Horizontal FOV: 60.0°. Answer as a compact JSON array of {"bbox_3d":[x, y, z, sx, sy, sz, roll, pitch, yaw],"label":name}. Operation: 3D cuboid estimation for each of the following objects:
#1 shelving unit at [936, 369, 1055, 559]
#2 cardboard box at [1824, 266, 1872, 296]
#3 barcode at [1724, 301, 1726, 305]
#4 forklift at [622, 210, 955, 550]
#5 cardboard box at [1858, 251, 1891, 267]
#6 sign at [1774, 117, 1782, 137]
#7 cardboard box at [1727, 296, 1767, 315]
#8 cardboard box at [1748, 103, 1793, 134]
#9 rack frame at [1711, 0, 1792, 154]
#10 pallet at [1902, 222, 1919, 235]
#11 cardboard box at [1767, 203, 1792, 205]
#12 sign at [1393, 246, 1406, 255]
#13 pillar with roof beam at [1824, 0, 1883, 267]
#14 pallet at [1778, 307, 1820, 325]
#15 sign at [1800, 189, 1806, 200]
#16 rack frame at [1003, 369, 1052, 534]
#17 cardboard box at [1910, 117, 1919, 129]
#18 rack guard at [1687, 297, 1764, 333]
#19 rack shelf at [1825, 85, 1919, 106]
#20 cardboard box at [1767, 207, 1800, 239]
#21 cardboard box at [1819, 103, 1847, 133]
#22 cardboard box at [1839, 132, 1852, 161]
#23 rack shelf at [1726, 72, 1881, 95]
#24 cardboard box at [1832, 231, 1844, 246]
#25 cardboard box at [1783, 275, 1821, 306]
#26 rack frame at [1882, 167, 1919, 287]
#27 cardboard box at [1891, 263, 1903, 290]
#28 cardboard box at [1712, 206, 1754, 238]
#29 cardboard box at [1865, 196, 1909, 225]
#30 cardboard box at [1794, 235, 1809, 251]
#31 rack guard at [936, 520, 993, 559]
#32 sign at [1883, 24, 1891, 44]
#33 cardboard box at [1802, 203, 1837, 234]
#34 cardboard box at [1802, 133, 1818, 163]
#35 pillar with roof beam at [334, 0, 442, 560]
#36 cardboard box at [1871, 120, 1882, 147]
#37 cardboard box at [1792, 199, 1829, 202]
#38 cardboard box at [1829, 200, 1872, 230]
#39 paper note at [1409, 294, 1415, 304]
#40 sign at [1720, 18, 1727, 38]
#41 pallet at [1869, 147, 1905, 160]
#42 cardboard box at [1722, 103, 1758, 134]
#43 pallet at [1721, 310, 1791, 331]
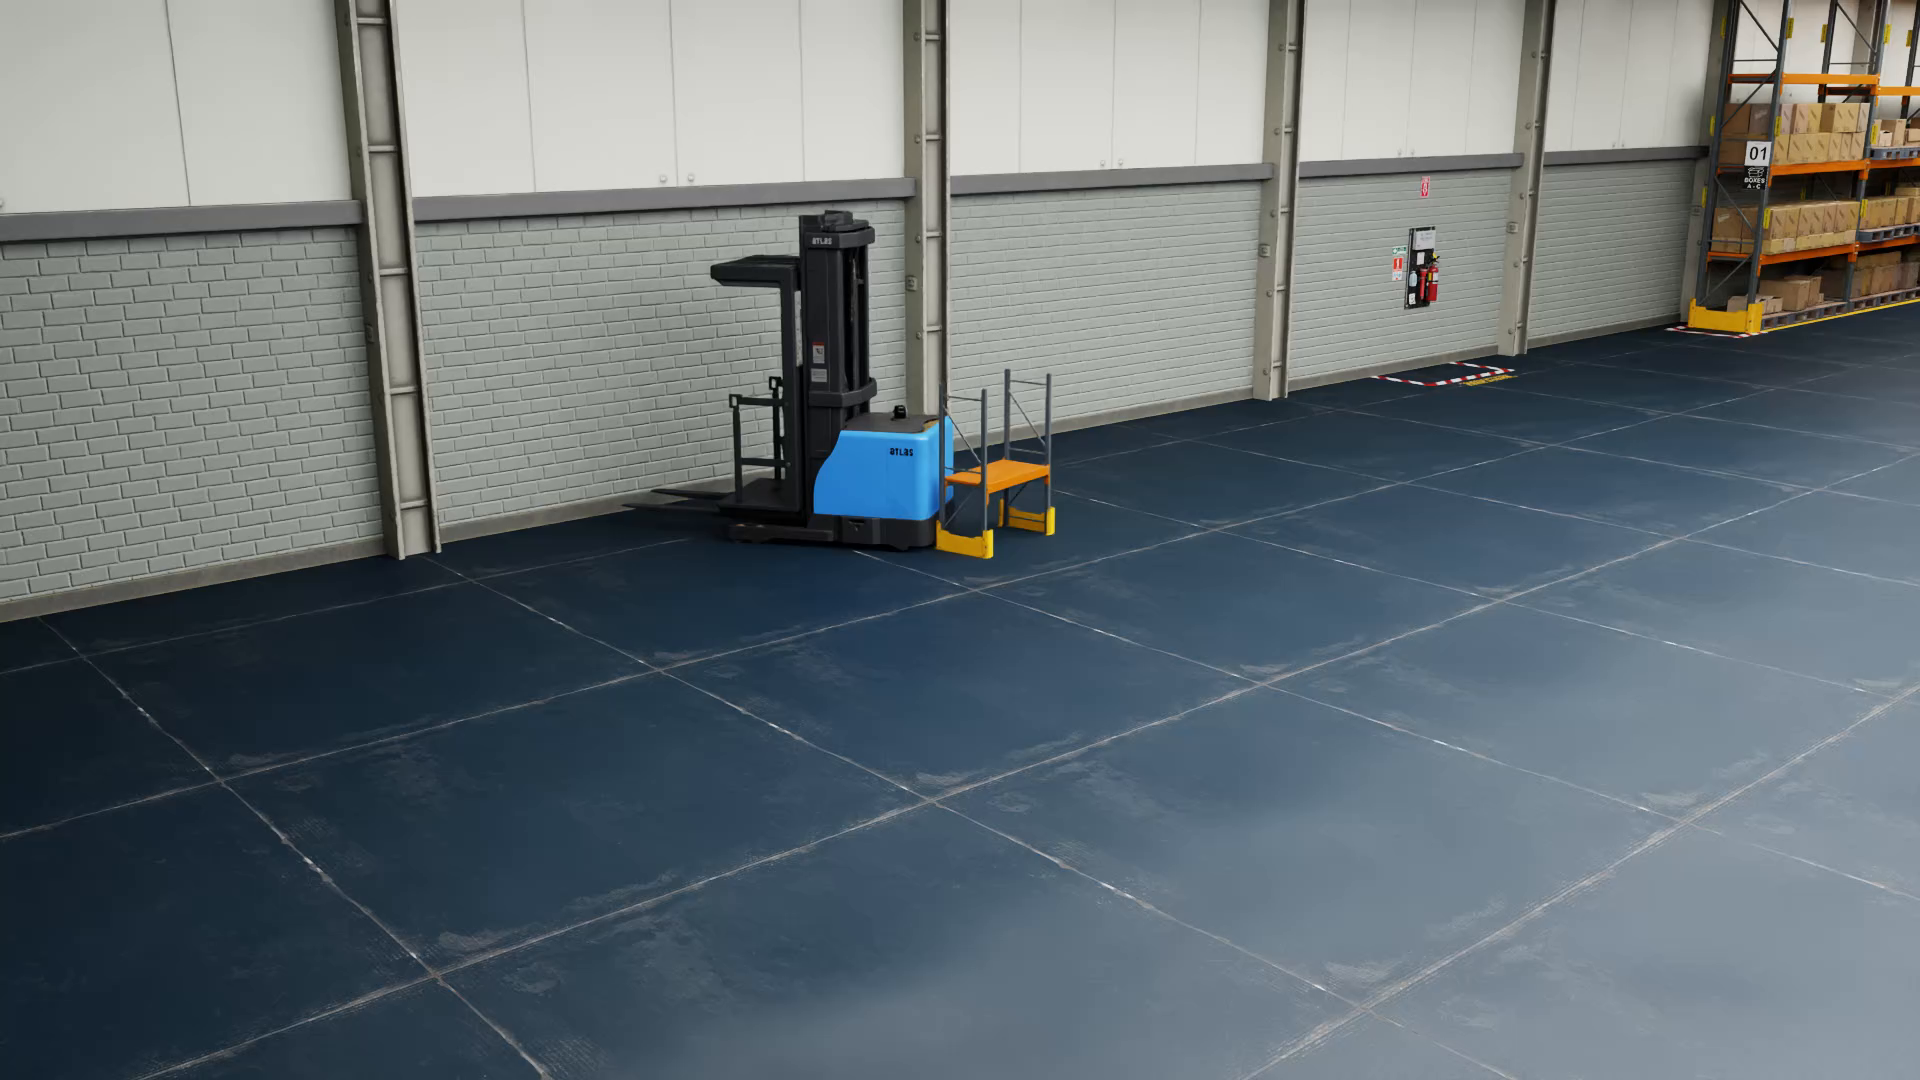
[{"bbox_3d":[0.330,-0.715,15.022,0.587,1.500,1.083,11,18,35],"label":"shelving unit"},{"bbox_3d":[17.186,-5.025,32.243,0.500,0.500,0.700,-13,20,-40],"label":"cardboard box"},{"bbox_3d":[13.600,-4.216,29.562,0.075,0.075,0.001,-13,19,-39],"label":"barcode"},{"bbox_3d":[-1.624,-1.510,15.225,3.031,2.935,1.130,4,15,14],"label":"forklift"},{"bbox_3d":[17.938,-5.535,32.699,0.500,0.250,0.500,-13,20,-40],"label":"cardboard box"},{"bbox_3d":[13.624,-6.884,27.701,0.005,0.325,0.100,-13,19,-39],"label":"sign"},{"bbox_3d":[13.849,-4.131,29.260,0.500,0.311,0.500,13,20,41],"label":"cardboard box"},{"bbox_3d":[13.718,-7.126,28.132,0.500,0.500,0.500,14,21,43],"label":"cardboard box"},{"bbox_3d":[13.268,-8.016,27.822,0.127,3.000,1.000,-13,19,-39],"label":"rack frame"},{"bbox_3d":[18.835,-6.239,33.165,1.003,0.211,1.213,-13,19,-39],"label":"pallet"},{"bbox_3d":[14.637,-5.795,29.933,0.500,0.500,0.500,-12,19,-39],"label":"cardboard box"},{"bbox_3d":[6.337,-4.176,23.974,0.331,0.109,0.001,-13,19,-39],"label":"sign"},{"bbox_3d":[20.580,-8.481,29.564,0.400,9.000,9.100,-13,19,-39],"label":"pillar with roof beam"},{"bbox_3d":[14.881,-4.120,30.264,1.213,0.211,1.003,-13,19,-39],"label":"pallet"},{"bbox_3d":[15.918,-6.462,31.386,0.005,0.325,0.100,-13,19,-39],"label":"sign"},{"bbox_3d":[0.623,-0.820,15.412,0.500,1.500,0.032,11,18,35],"label":"rack frame"},{"bbox_3d":[19.624,-8.275,33.557,0.700,0.500,0.500,14,21,43],"label":"cardboard box"},{"bbox_3d":[13.325,-3.923,28.967,0.348,0.500,1.175,-13,19,-39],"label":"rack guard"},{"bbox_3d":[17.794,-8.492,31.772,4.000,0.370,1.077,-13,19,-39],"label":"rack shelf"},{"bbox_3d":[14.205,-5.521,28.907,0.500,0.500,0.500,-13,19,-39],"label":"cardboard box"},{"bbox_3d":[15.292,-7.462,29.392,0.500,0.500,0.500,-14,20,-41],"label":"cardboard box"},{"bbox_3d":[15.677,-7.086,29.919,0.500,0.500,0.500,14,20,42],"label":"cardboard box"},{"bbox_3d":[14.776,-8.006,29.184,4.000,0.370,1.077,-13,19,-39],"label":"rack shelf"},{"bbox_3d":[15.746,-5.510,30.319,0.500,0.250,0.500,-13,19,-39],"label":"cardboard box"},{"bbox_3d":[15.529,-4.617,30.712,0.500,0.500,0.500,14,21,43],"label":"cardboard box"},{"bbox_3d":[19.303,-6.473,33.670,0.127,3.000,1.000,-13,19,-39],"label":"rack frame"},{"bbox_3d":[18.329,-5.281,33.200,0.500,0.500,0.700,-13,20,-39],"label":"cardboard box"},{"bbox_3d":[13.484,-5.538,28.971,0.500,0.500,0.500,-13,20,-40],"label":"cardboard box"},{"bbox_3d":[18.029,-6.437,32.489,0.500,0.500,0.700,-13,19,-39],"label":"cardboard box"},{"bbox_3d":[14.615,-5.252,29.350,0.500,0.250,0.500,-13,20,-40],"label":"cardboard box"},{"bbox_3d":[0.037,-0.007,14.794,0.587,0.250,0.087,11,18,35],"label":"rack guard"},{"bbox_3d":[16.628,-9.074,29.821,0.005,0.325,0.100,-13,19,-39],"label":"sign"},{"bbox_3d":[15.372,-5.786,29.896,0.500,0.500,0.500,-13,20,-41],"label":"cardboard box"},{"bbox_3d":[14.502,-6.806,28.871,0.500,0.500,0.500,-12,19,-37],"label":"cardboard box"},{"bbox_3d":[-2.051,-3.399,10.538,0.400,9.000,9.100,-13,19,-39],"label":"pillar with roof beam"},{"bbox_3d":[16.750,-7.573,30.968,0.500,0.500,0.500,-9,18,-32],"label":"cardboard box"},{"bbox_3d":[15.794,-6.056,30.908,0.500,0.500,0.500,-13,20,-41],"label":"cardboard box"},{"bbox_3d":[16.692,-6.136,31.362,0.500,0.500,0.700,-13,19,-39],"label":"cardboard box"},{"bbox_3d":[6.634,-3.535,24.378,0.142,0.148,0.016,-13,19,-39],"label":"paper note"},{"bbox_3d":[12.919,-8.655,28.099,0.005,0.325,0.100,-13,19,-39],"label":"sign"},{"bbox_3d":[16.821,-7.238,31.084,1.003,0.211,1.213,-13,19,-39],"label":"pallet"},{"bbox_3d":[13.421,-7.232,28.529,0.500,0.500,0.500,-12,19,-37],"label":"cardboard box"},{"bbox_3d":[13.961,-3.914,29.494,1.213,0.211,1.003,-13,19,-39],"label":"pallet"}]
